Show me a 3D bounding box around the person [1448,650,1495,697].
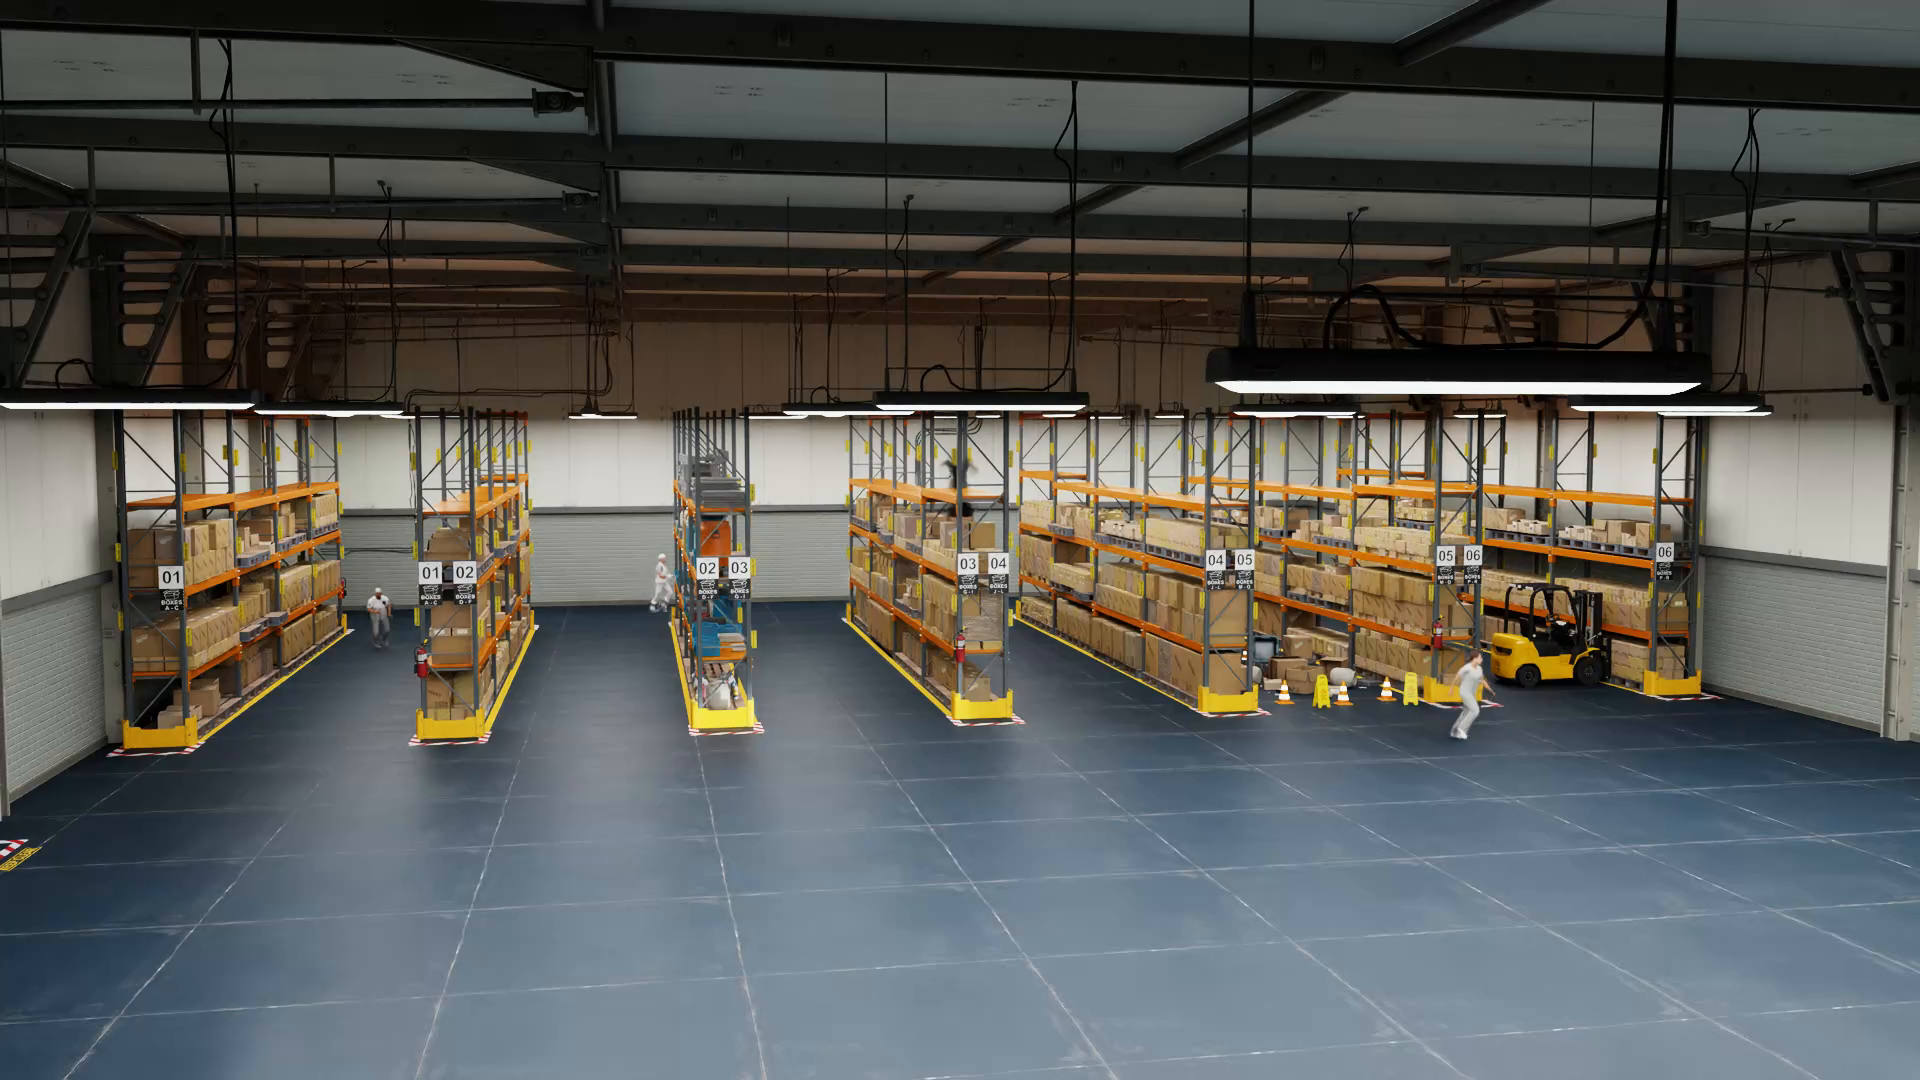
[{"bbox_3d":[9.194,2.413,29.782,0.534,0.845,0.706,-4,5,-42],"label":"person"}]

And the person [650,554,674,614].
[{"bbox_3d":[-8.864,1.308,49.582,0.802,1.801,0.650,1,4,12],"label":"person"}]

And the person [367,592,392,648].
[{"bbox_3d":[-14.610,1.977,41.876,0.613,1.542,0.833,-2,5,-27],"label":"person"}]
